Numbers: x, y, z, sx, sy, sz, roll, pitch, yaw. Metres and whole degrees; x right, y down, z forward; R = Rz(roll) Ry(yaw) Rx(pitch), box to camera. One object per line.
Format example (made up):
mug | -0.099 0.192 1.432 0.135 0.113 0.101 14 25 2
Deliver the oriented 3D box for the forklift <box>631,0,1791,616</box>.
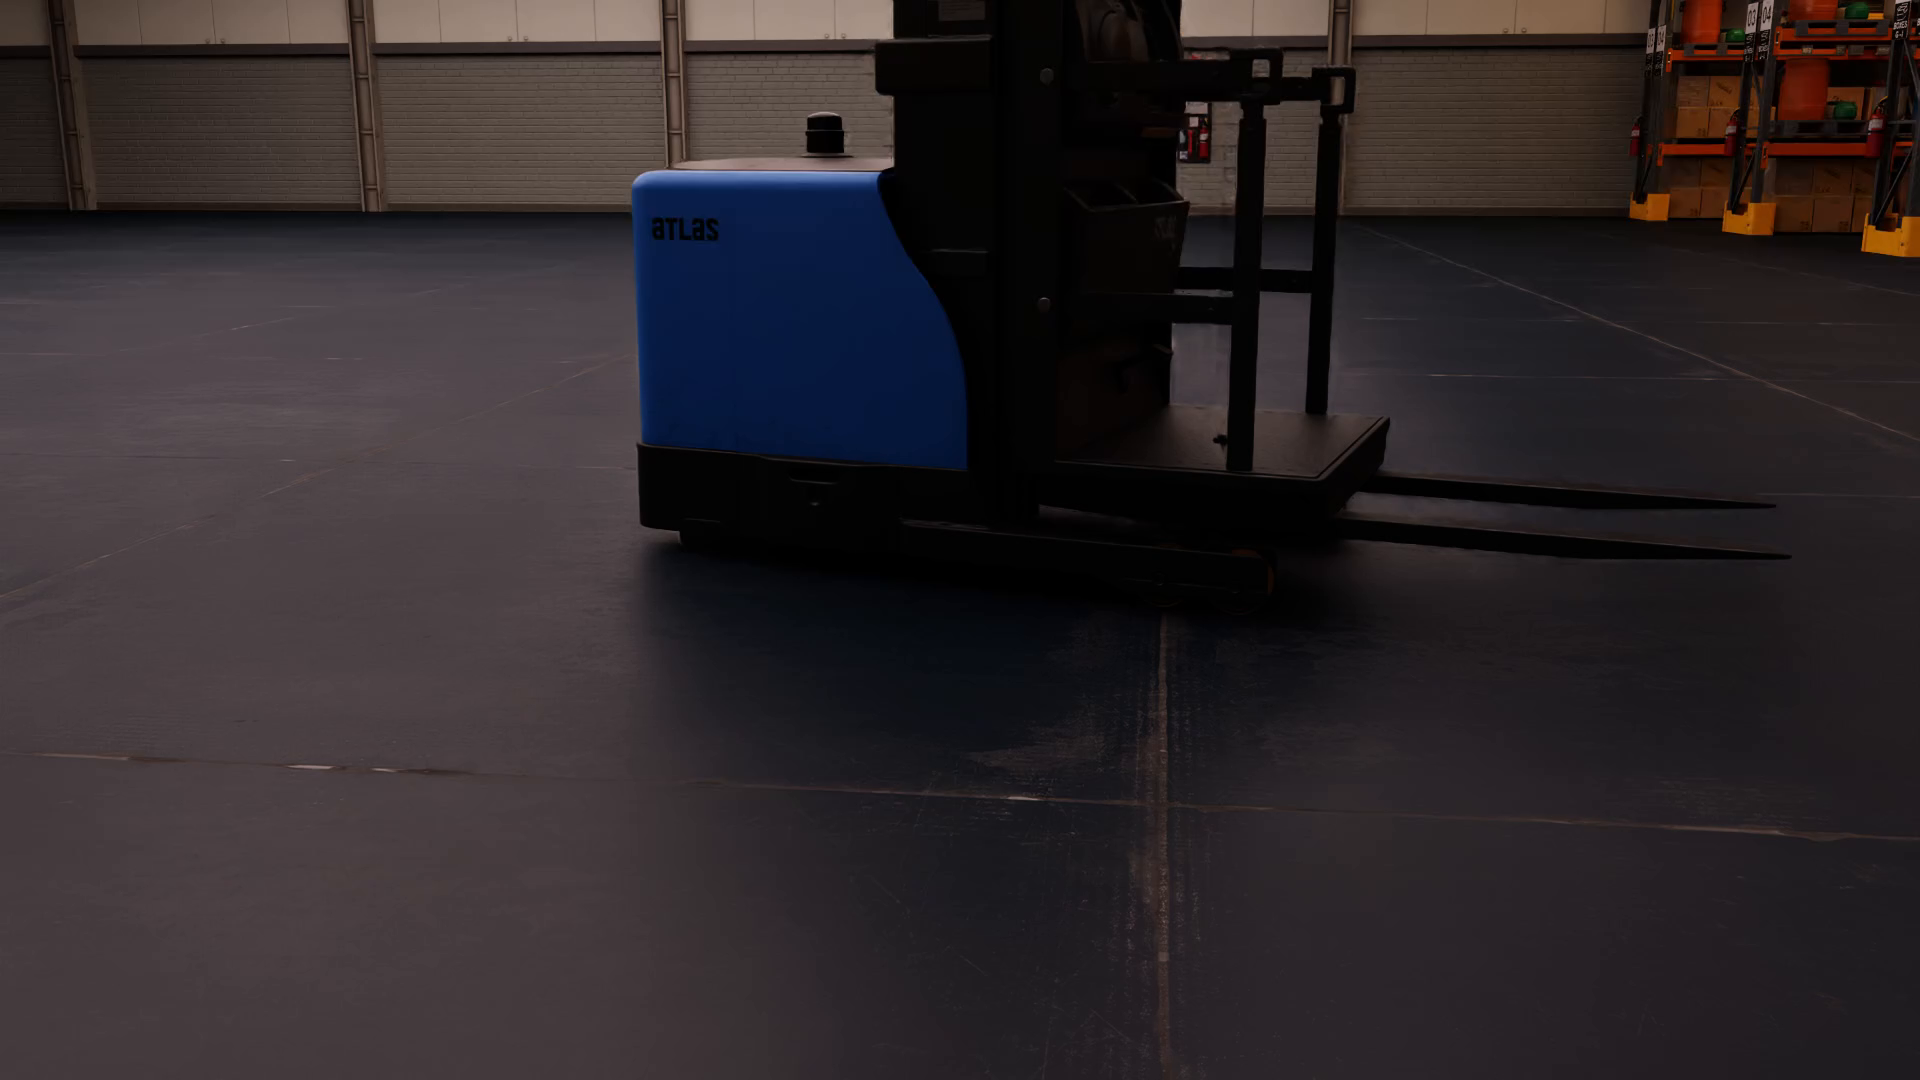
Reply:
forklift | 0.633 -1.375 4.390 3.031 2.935 1.130 5 14 22
